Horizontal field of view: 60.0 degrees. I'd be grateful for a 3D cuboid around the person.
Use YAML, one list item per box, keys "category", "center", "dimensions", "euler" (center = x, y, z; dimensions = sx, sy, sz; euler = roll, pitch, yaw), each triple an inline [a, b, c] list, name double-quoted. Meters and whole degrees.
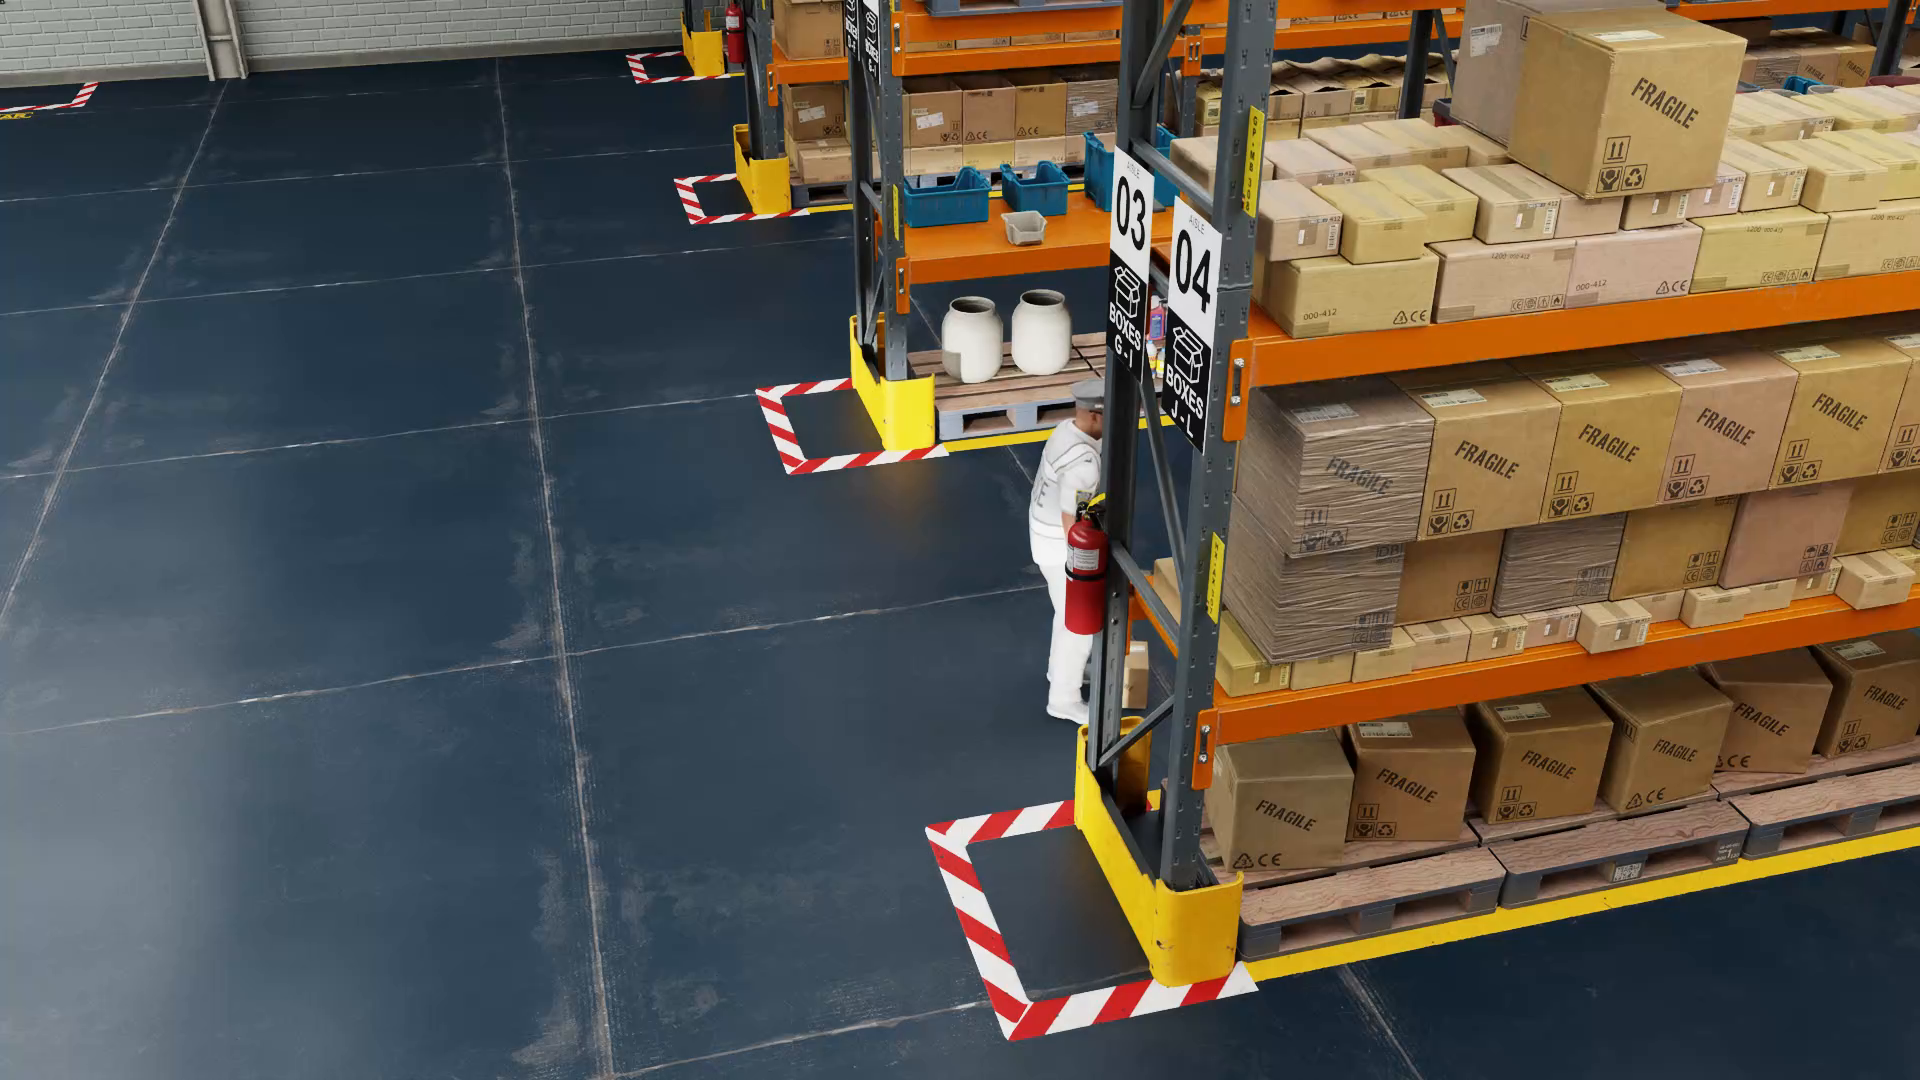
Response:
- category: "person"
  center: [0.561, 0.033, 8.176]
  dimensions: [0.444, 1.747, 0.601]
  euler: [0, 30, 0]
